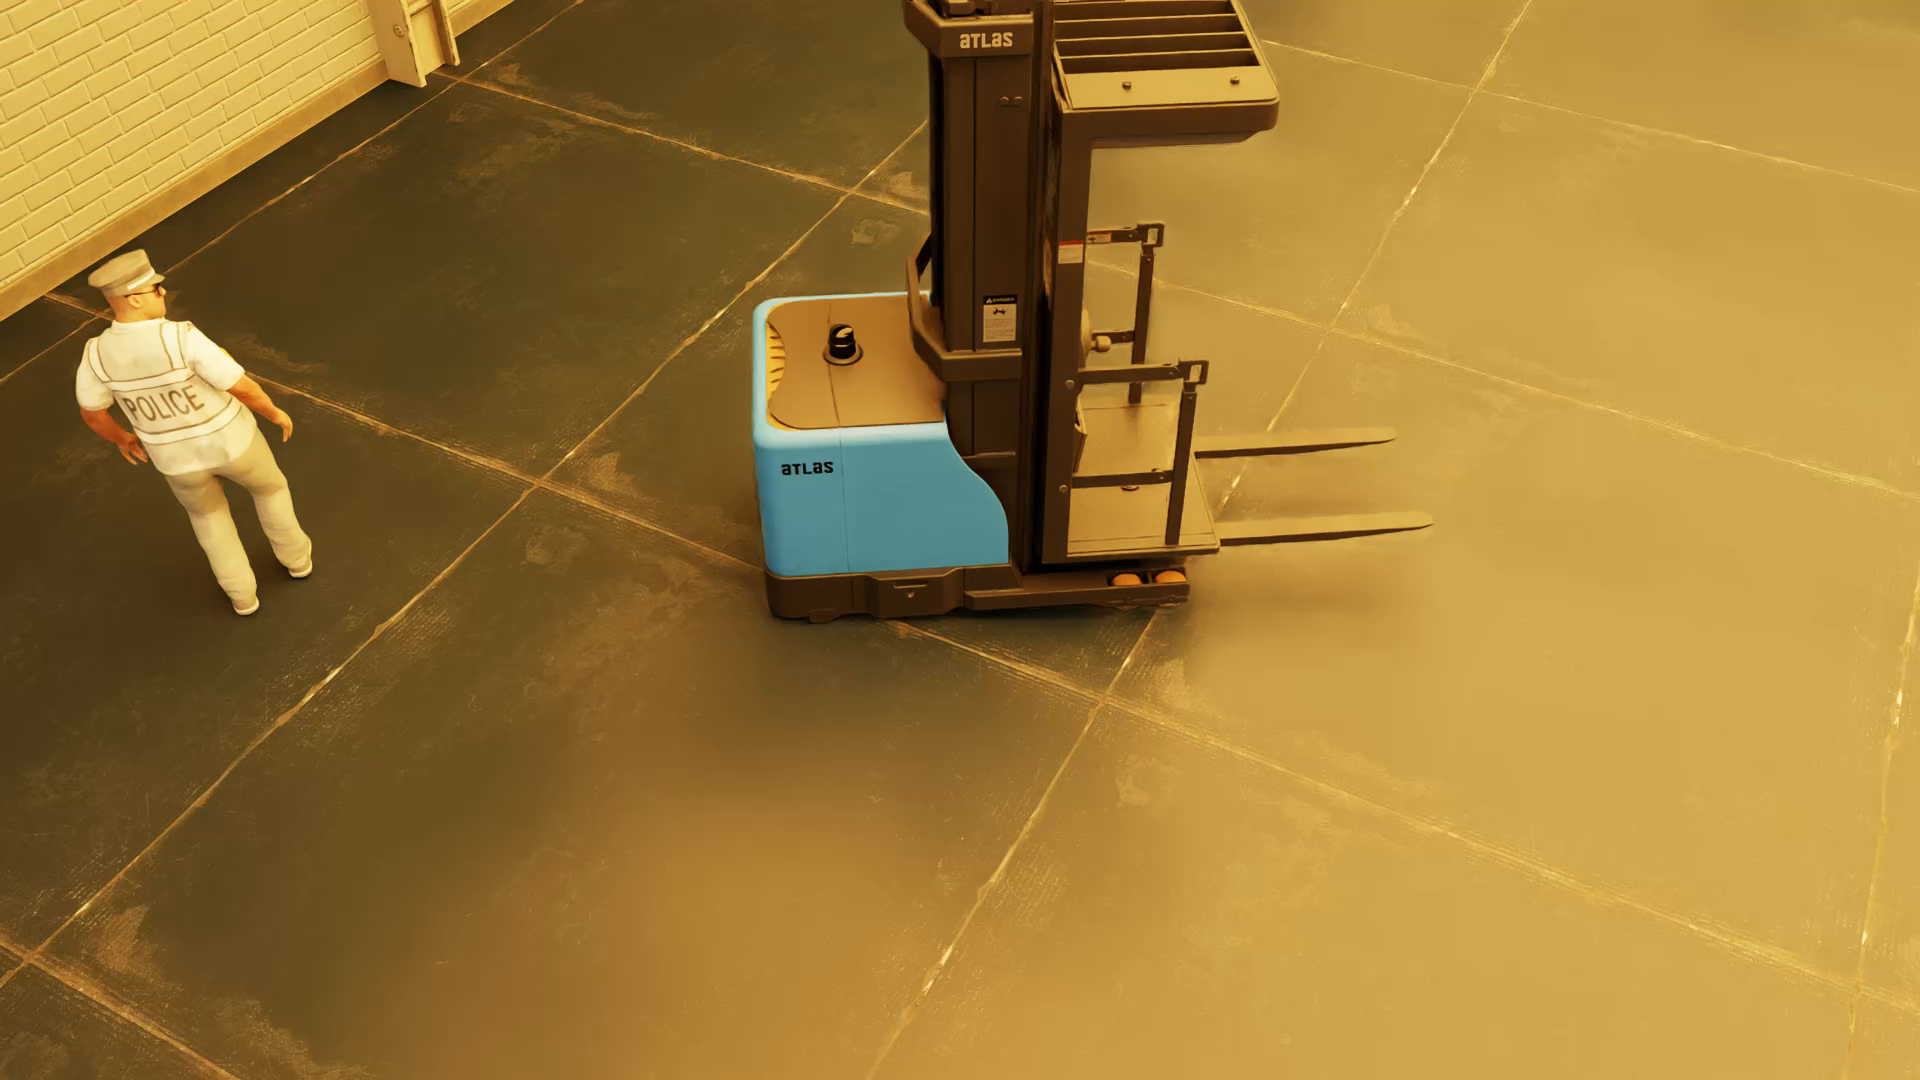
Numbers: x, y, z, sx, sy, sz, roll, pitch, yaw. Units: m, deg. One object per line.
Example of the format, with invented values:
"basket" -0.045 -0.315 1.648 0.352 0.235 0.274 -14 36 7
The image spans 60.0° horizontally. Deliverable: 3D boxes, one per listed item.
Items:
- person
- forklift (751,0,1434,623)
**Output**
"person" -3.206 -0.455 7.008 0.750 1.738 0.528 -10 44 -11
"forklift" 0.615 -1.115 6.838 3.031 2.935 1.130 -3 43 -4
